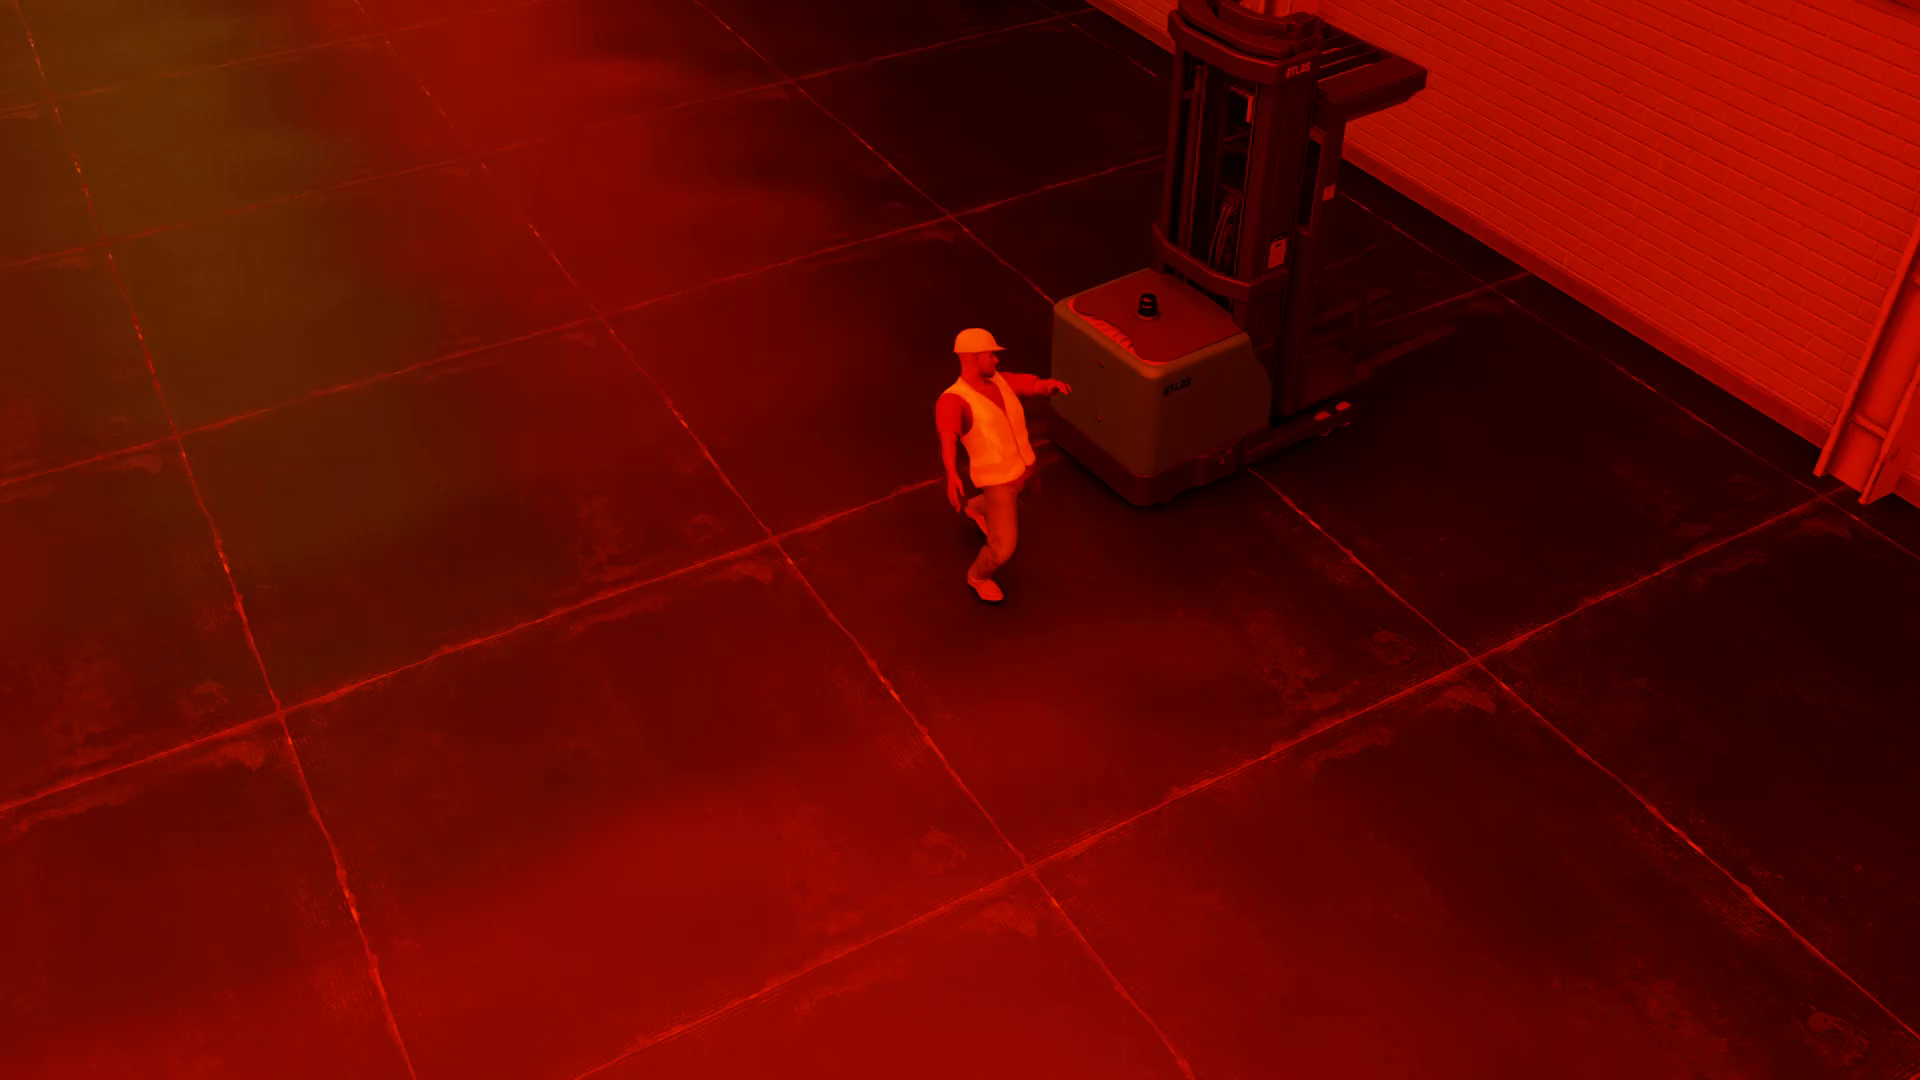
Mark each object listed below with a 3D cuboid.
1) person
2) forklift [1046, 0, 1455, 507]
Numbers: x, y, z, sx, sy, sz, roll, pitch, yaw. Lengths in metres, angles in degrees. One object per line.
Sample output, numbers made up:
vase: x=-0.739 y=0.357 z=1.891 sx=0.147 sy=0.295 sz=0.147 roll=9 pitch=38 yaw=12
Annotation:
person: x=0.179 y=-0.319 z=9.499 sx=0.779 sy=1.520 sz=1.057 roll=18 pitch=43 yaw=20
forklift: x=2.077 y=-2.079 z=10.543 sx=3.031 sy=2.935 sz=1.130 roll=-24 pitch=45 yaw=-26
